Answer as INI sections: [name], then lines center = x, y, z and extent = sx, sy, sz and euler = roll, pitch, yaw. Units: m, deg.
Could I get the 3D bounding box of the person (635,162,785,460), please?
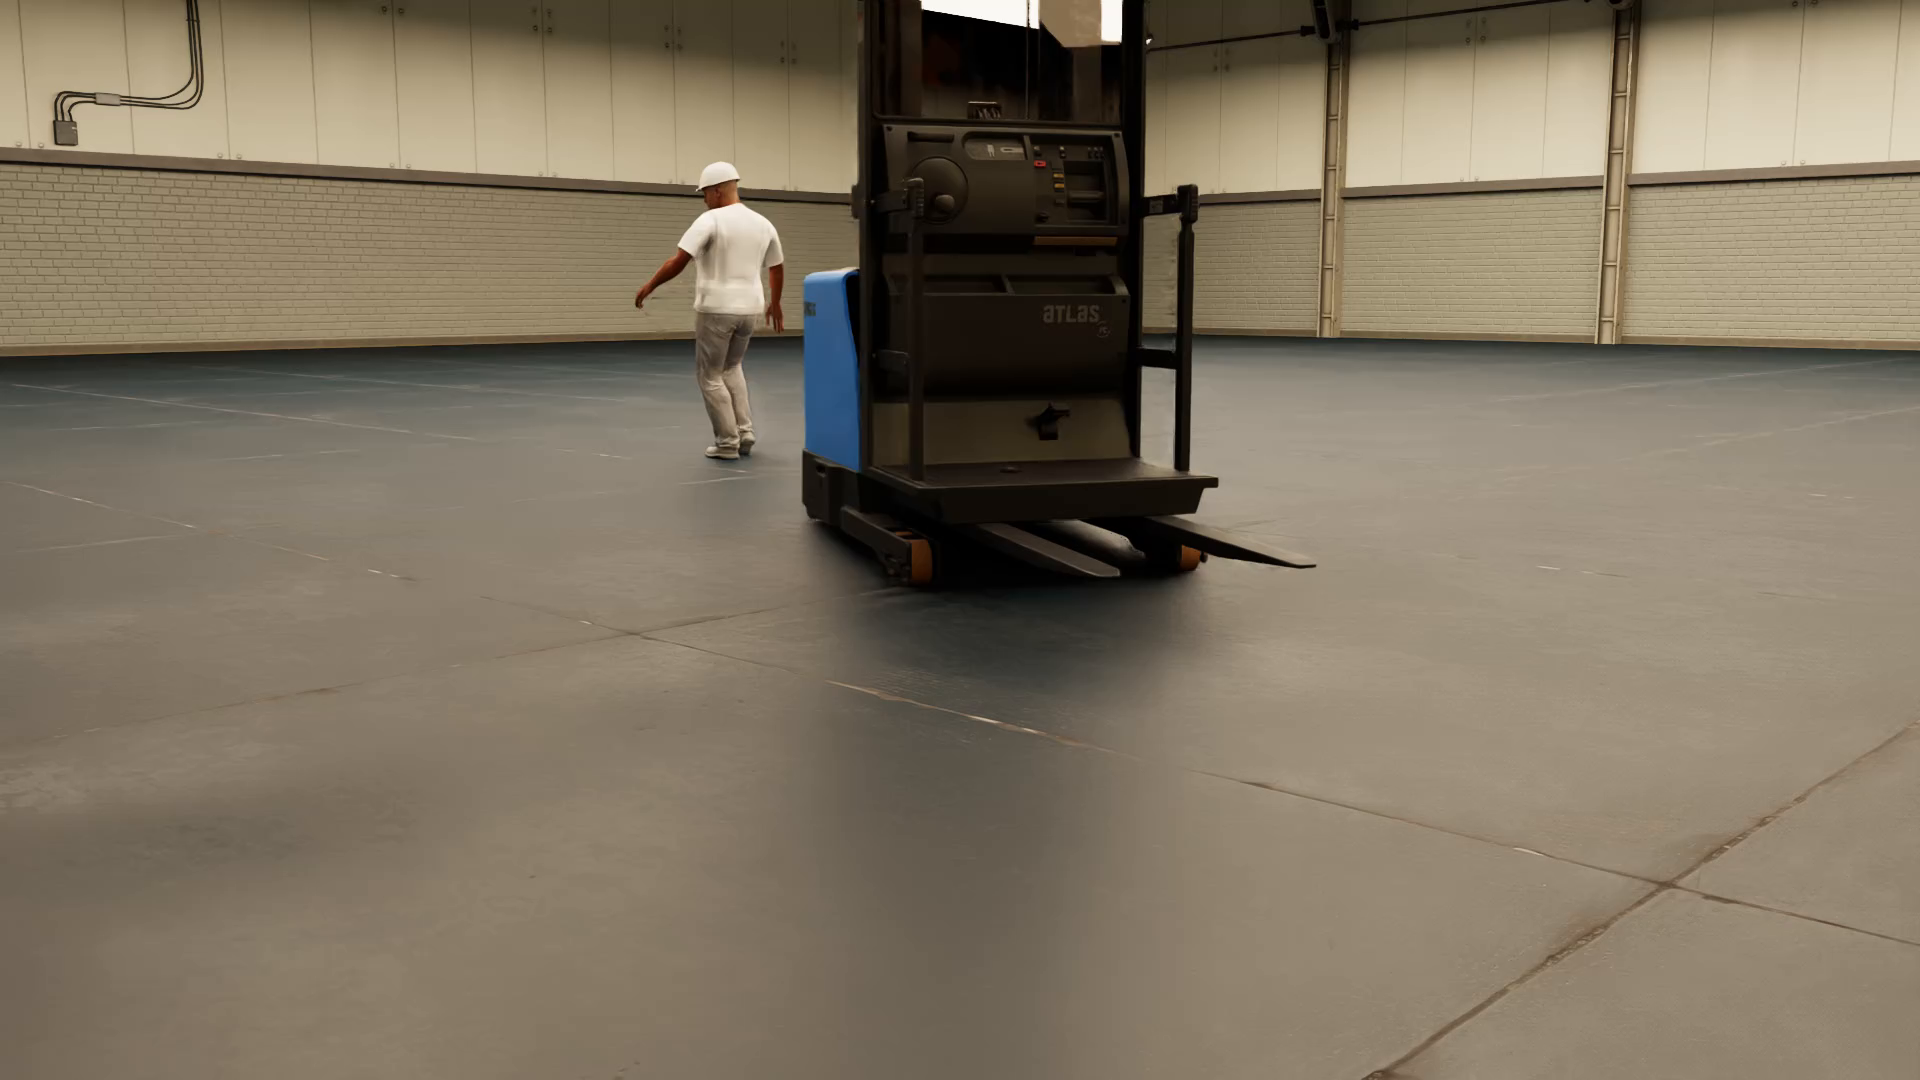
[person]
center = -1.424, -1.345, 9.937
extent = 0.966, 1.785, 0.497
euler = -7, 11, -41

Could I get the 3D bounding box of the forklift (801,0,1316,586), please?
[forklift]
center = 0.241, -1.357, 5.886
extent = 1.130, 2.935, 3.031
euler = -3, 9, -17
